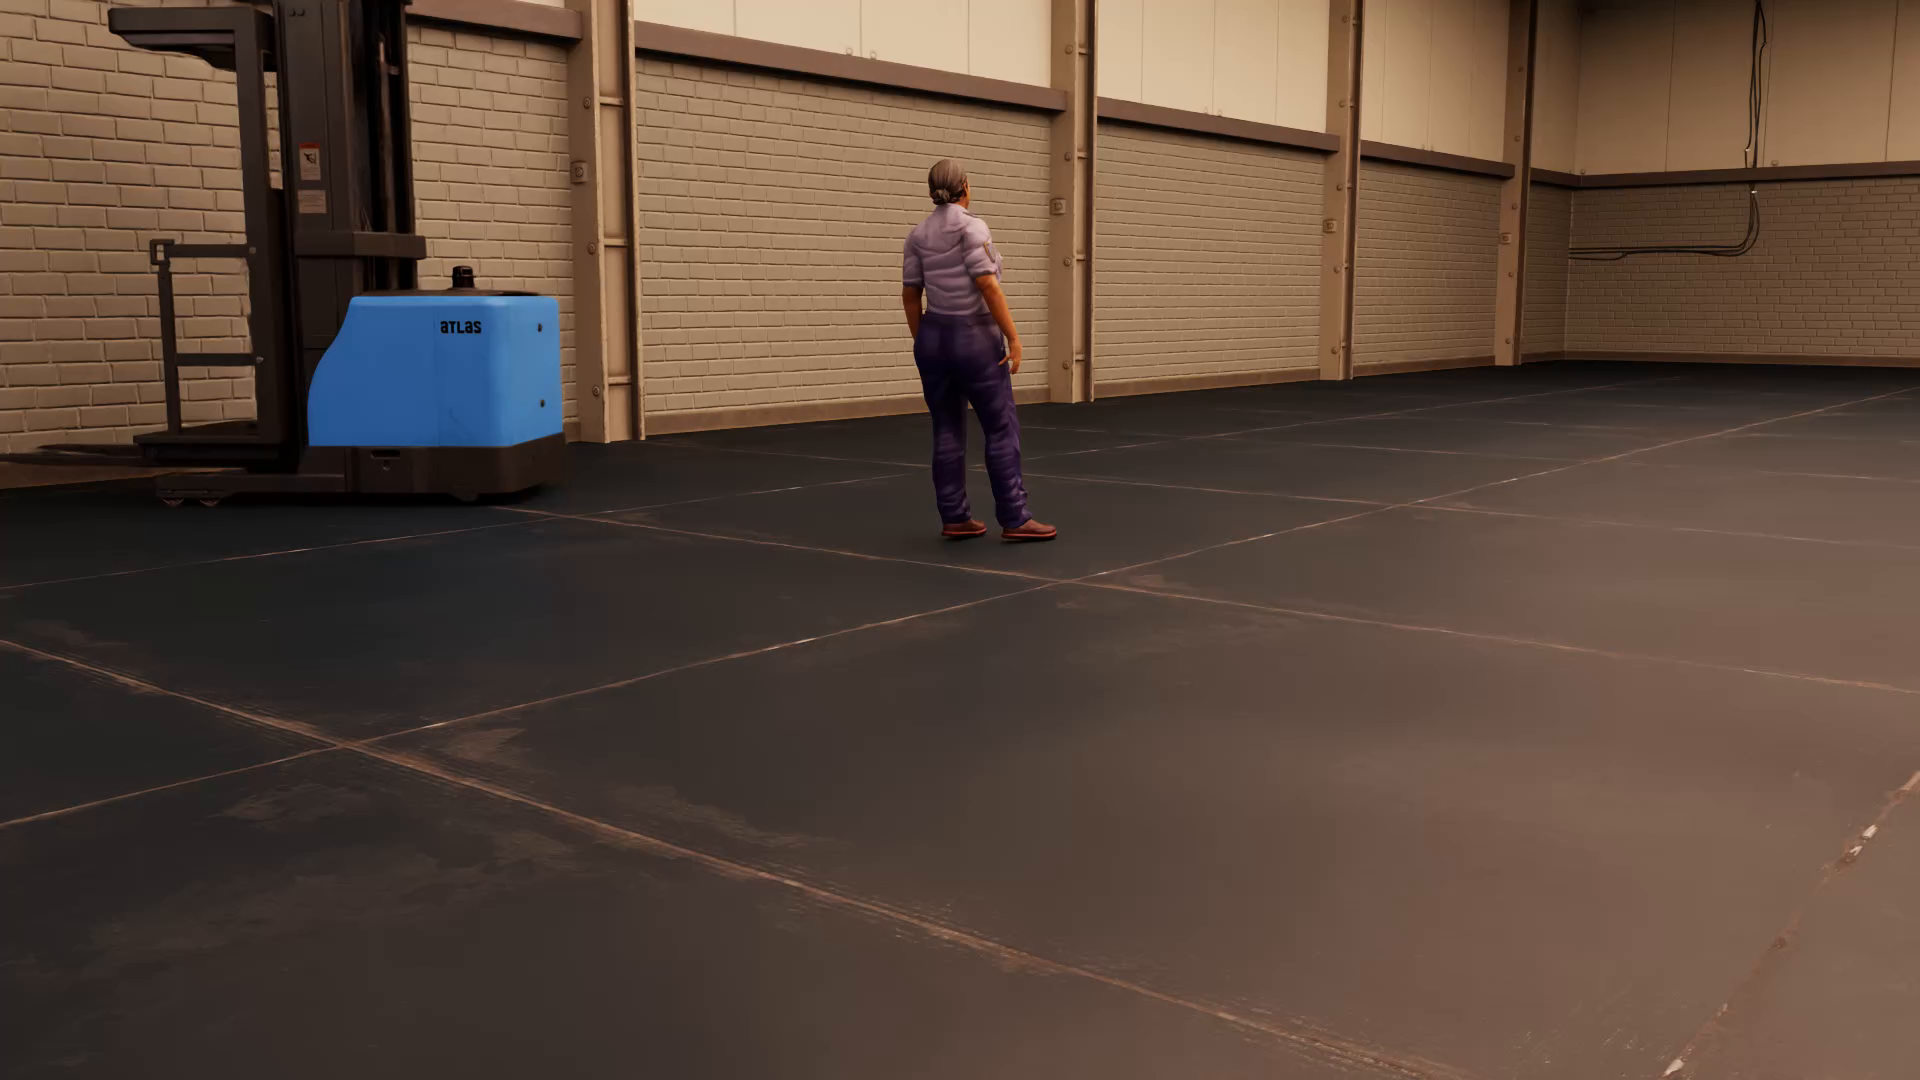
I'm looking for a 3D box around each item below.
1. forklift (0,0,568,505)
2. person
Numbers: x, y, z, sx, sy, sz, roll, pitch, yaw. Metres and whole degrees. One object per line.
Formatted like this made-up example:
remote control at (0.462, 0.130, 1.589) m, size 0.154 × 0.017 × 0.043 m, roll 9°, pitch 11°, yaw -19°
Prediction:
forklift at (-3.775, -1.707, 8.946) m, size 3.031 × 2.935 × 1.130 m, roll 1°, pitch 8°, yaw 4°
person at (0.075, -0.830, 7.340) m, size 0.598 × 1.651 × 0.502 m, roll 7°, pitch 11°, yaw 38°
